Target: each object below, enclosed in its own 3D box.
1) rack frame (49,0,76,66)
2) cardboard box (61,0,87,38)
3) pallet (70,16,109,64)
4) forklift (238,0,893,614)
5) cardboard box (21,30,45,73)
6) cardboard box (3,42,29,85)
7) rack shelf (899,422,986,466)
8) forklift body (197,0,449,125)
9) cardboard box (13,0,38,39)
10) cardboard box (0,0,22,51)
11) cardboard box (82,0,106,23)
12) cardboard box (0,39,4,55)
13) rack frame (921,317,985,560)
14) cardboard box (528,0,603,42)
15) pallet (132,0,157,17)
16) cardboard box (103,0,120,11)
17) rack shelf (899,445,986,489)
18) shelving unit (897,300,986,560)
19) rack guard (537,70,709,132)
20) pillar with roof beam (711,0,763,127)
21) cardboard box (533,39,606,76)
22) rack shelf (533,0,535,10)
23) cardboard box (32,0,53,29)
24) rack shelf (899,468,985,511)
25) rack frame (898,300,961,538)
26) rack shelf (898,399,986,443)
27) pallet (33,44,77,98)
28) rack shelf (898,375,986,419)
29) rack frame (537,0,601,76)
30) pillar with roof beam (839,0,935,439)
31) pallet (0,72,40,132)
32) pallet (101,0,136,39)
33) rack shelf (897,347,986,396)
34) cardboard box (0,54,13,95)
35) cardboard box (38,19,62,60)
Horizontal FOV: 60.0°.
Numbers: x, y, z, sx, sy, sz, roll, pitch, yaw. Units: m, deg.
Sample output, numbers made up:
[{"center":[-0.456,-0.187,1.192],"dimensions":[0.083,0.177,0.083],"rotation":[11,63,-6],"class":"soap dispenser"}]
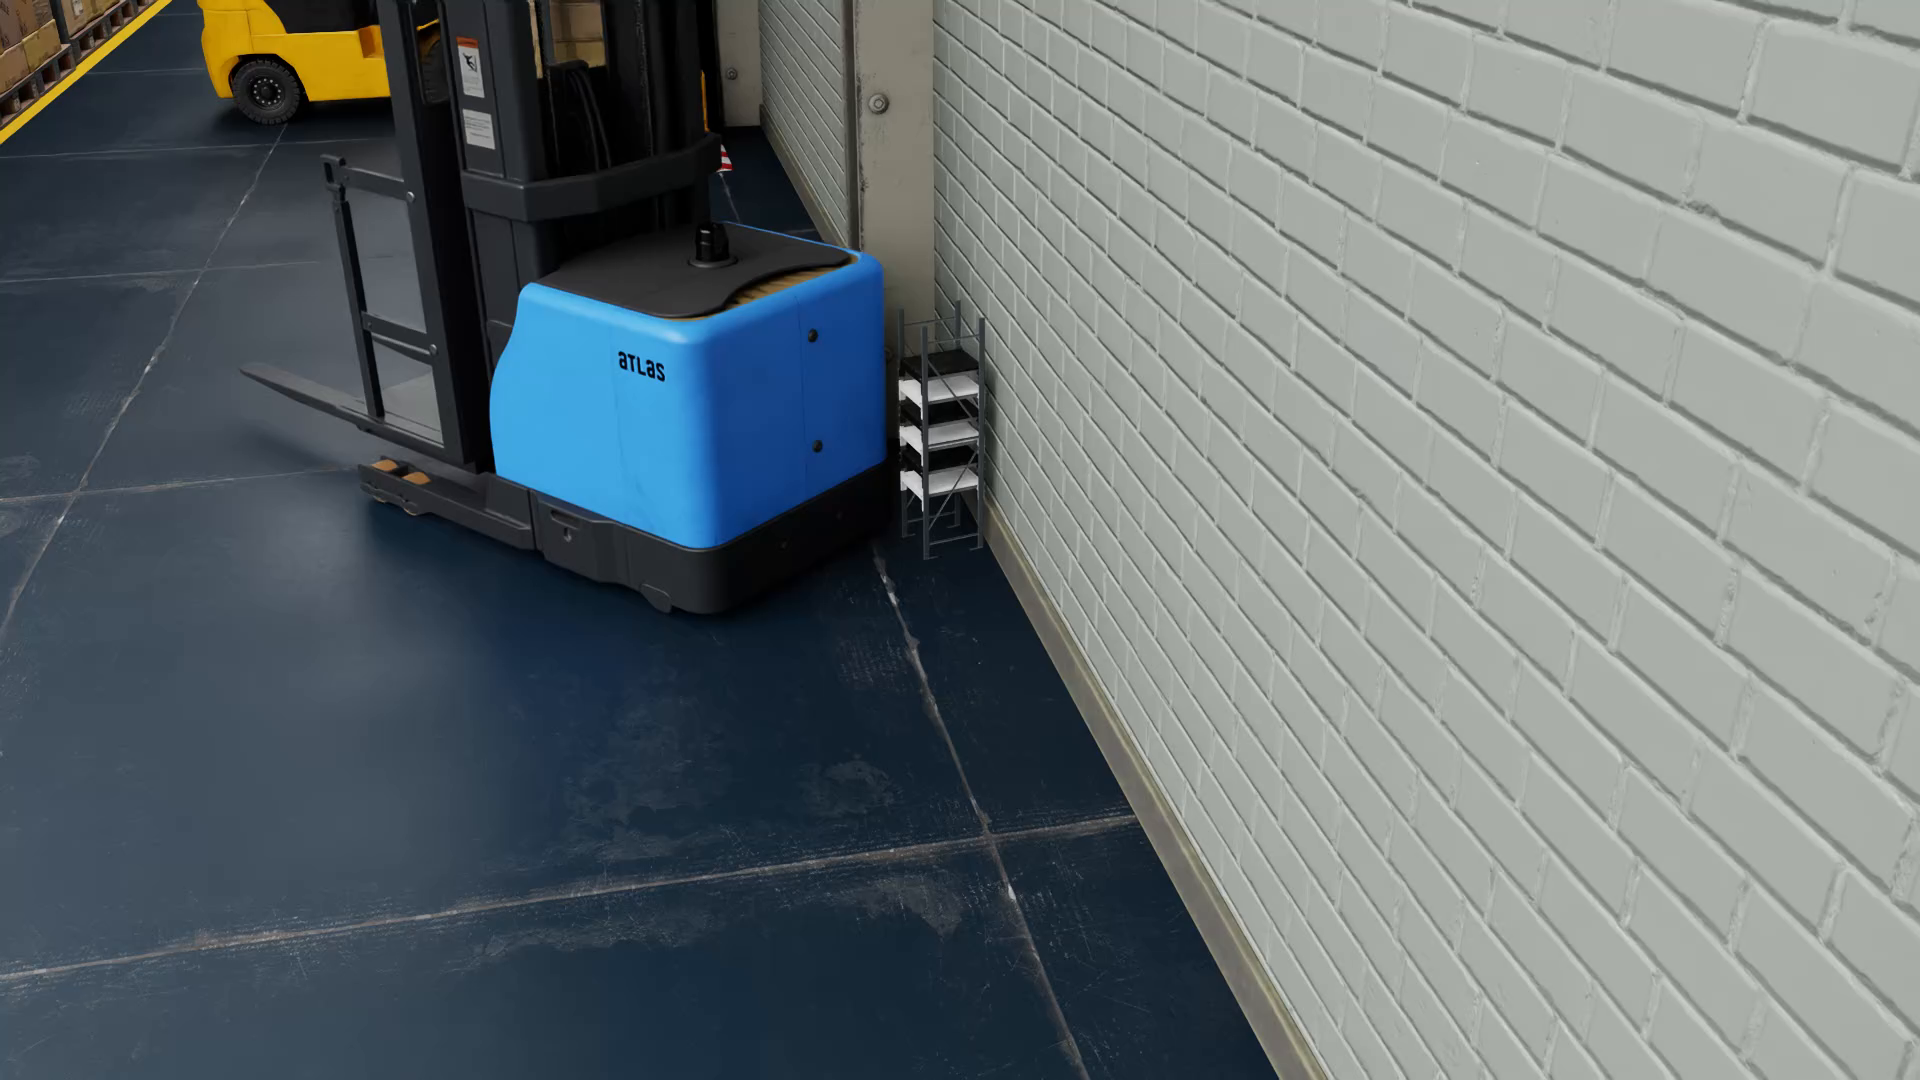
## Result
[{"center":[-8.101,-5.351,13.522],"dimensions":[1.000,3.000,0.127],"rotation":[-6,27,-12],"class":"rack frame"},{"center":[-8.221,-4.595,14.476],"dimensions":[0.950,0.372,0.625],"rotation":[-6,27,-11],"class":"cardboard box"},{"center":[-8.278,-4.448,14.828],"dimensions":[1.003,0.211,1.213],"rotation":[-6,27,-12],"class":"pallet"},{"center":[-1.737,-1.574,6.115],"dimensions":[3.031,2.935,1.130],"rotation":[19,32,32],"class":"forklift"},{"center":[-7.576,-3.846,13.126],"dimensions":[0.500,0.250,0.500],"rotation":[-7,28,-13],"class":"cardboard box"},{"center":[-7.466,-3.622,12.683],"dimensions":[0.500,0.250,0.500],"rotation":[-6,27,-11],"class":"cardboard box"},{"center":[-0.065,-0.362,6.043],"dimensions":[0.258,0.077,0.200],"rotation":[-12,29,-22],"class":"rack shelf"},{"center":[-4.569,-4.369,12.519],"dimensions":[2.313,2.155,1.214],"rotation":[-6,27,-12],"class":"forklift body"},{"center":[-7.590,-4.190,12.976],"dimensions":[0.500,0.500,0.500],"rotation":[-5,27,-11],"class":"cardboard box"},{"center":[-7.474,-3.966,12.532],"dimensions":[0.500,0.500,0.500],"rotation":[-5,27,-9],"class":"cardboard box"},{"center":[-8.387,-4.911,15.100],"dimensions":[0.950,0.372,0.625],"rotation":[-4,27,-8],"class":"cardboard box"},{"center":[-7.345,-3.732,12.069],"dimensions":[0.500,0.500,0.500],"rotation":[-5,27,-11],"class":"cardboard box"},{"center":[-0.023,-0.350,5.946],"dimensions":[0.240,0.900,0.006],"rotation":[-12,29,-22],"class":"rack frame"},{"center":[-2.772,-3.677,11.683],"dimensions":[0.500,0.250,0.500],"rotation":[-5,27,-10],"class":"cardboard box"},{"center":[-8.828,-5.519,16.950],"dimensions":[1.003,0.211,1.213],"rotation":[-6,27,-12],"class":"pallet"},{"center":[-8.545,-5.216,15.705],"dimensions":[0.950,0.372,0.625],"rotation":[-5,27,-10],"class":"cardboard box"},{"center":[-0.065,-0.282,6.084],"dimensions":[0.258,0.077,0.200],"rotation":[-12,29,-22],"class":"rack shelf"},{"center":[-0.065,-0.392,6.028],"dimensions":[0.258,0.900,0.210],"rotation":[-12,29,-22],"class":"shelving unit"},{"center":[-2.359,-2.974,11.588],"dimensions":[1.175,0.500,0.348],"rotation":[-6,27,-12],"class":"rack guard"},{"center":[-5.837,-6.739,9.614],"dimensions":[9.100,9.000,0.400],"rotation":[-6,27,-12],"class":"pillar with roof beam"},{"center":[-2.779,-3.466,11.818],"dimensions":[0.500,0.250,0.500],"rotation":[-6,27,-12],"class":"cardboard box"},{"center":[-2.815,-4.657,12.947],"dimensions":[1.077,0.370,4.000],"rotation":[-6,27,-12],"class":"rack shelf"},{"center":[-7.706,-4.413,13.418],"dimensions":[0.500,0.500,0.500],"rotation":[-6,27,-12],"class":"cardboard box"},{"center":[-0.065,-0.202,6.124],"dimensions":[0.258,0.077,0.200],"rotation":[-12,29,-22],"class":"rack shelf"},{"center":[-0.108,-0.434,6.110],"dimensions":[0.240,0.900,0.006],"rotation":[-12,29,-22],"class":"rack frame"},{"center":[-0.065,-0.443,6.002],"dimensions":[0.258,0.077,0.200],"rotation":[-12,29,-22],"class":"rack shelf"},{"center":[-7.915,-3.815,13.574],"dimensions":[1.003,0.211,1.213],"rotation":[-6,27,-12],"class":"pallet"},{"center":[-0.065,-0.523,5.962],"dimensions":[0.258,0.077,0.200],"rotation":[-12,29,-22],"class":"rack shelf"},{"center":[-2.364,-4.101,11.045],"dimensions":[1.000,3.000,0.127],"rotation":[-6,27,-12],"class":"rack frame"},{"center":[-4.485,-4.105,4.396],"dimensions":[9.100,9.000,0.400],"rotation":[-6,27,-12],"class":"pillar with roof beam"},{"center":[-7.637,-3.278,12.511],"dimensions":[1.003,0.211,1.213],"rotation":[-6,27,-12],"class":"pallet"},{"center":[-8.556,-4.984,15.891],"dimensions":[1.003,0.211,1.213],"rotation":[-6,27,-12],"class":"pallet"},{"center":[-0.065,-0.603,5.921],"dimensions":[0.258,0.077,0.200],"rotation":[-12,29,-22],"class":"rack shelf"},{"center":[-7.355,-3.400,12.243],"dimensions":[0.500,0.250,0.500],"rotation":[-4,27,-8],"class":"cardboard box"},{"center":[-7.706,-4.079,13.587],"dimensions":[0.500,0.250,0.500],"rotation":[-5,27,-9],"class":"cardboard box"}]
